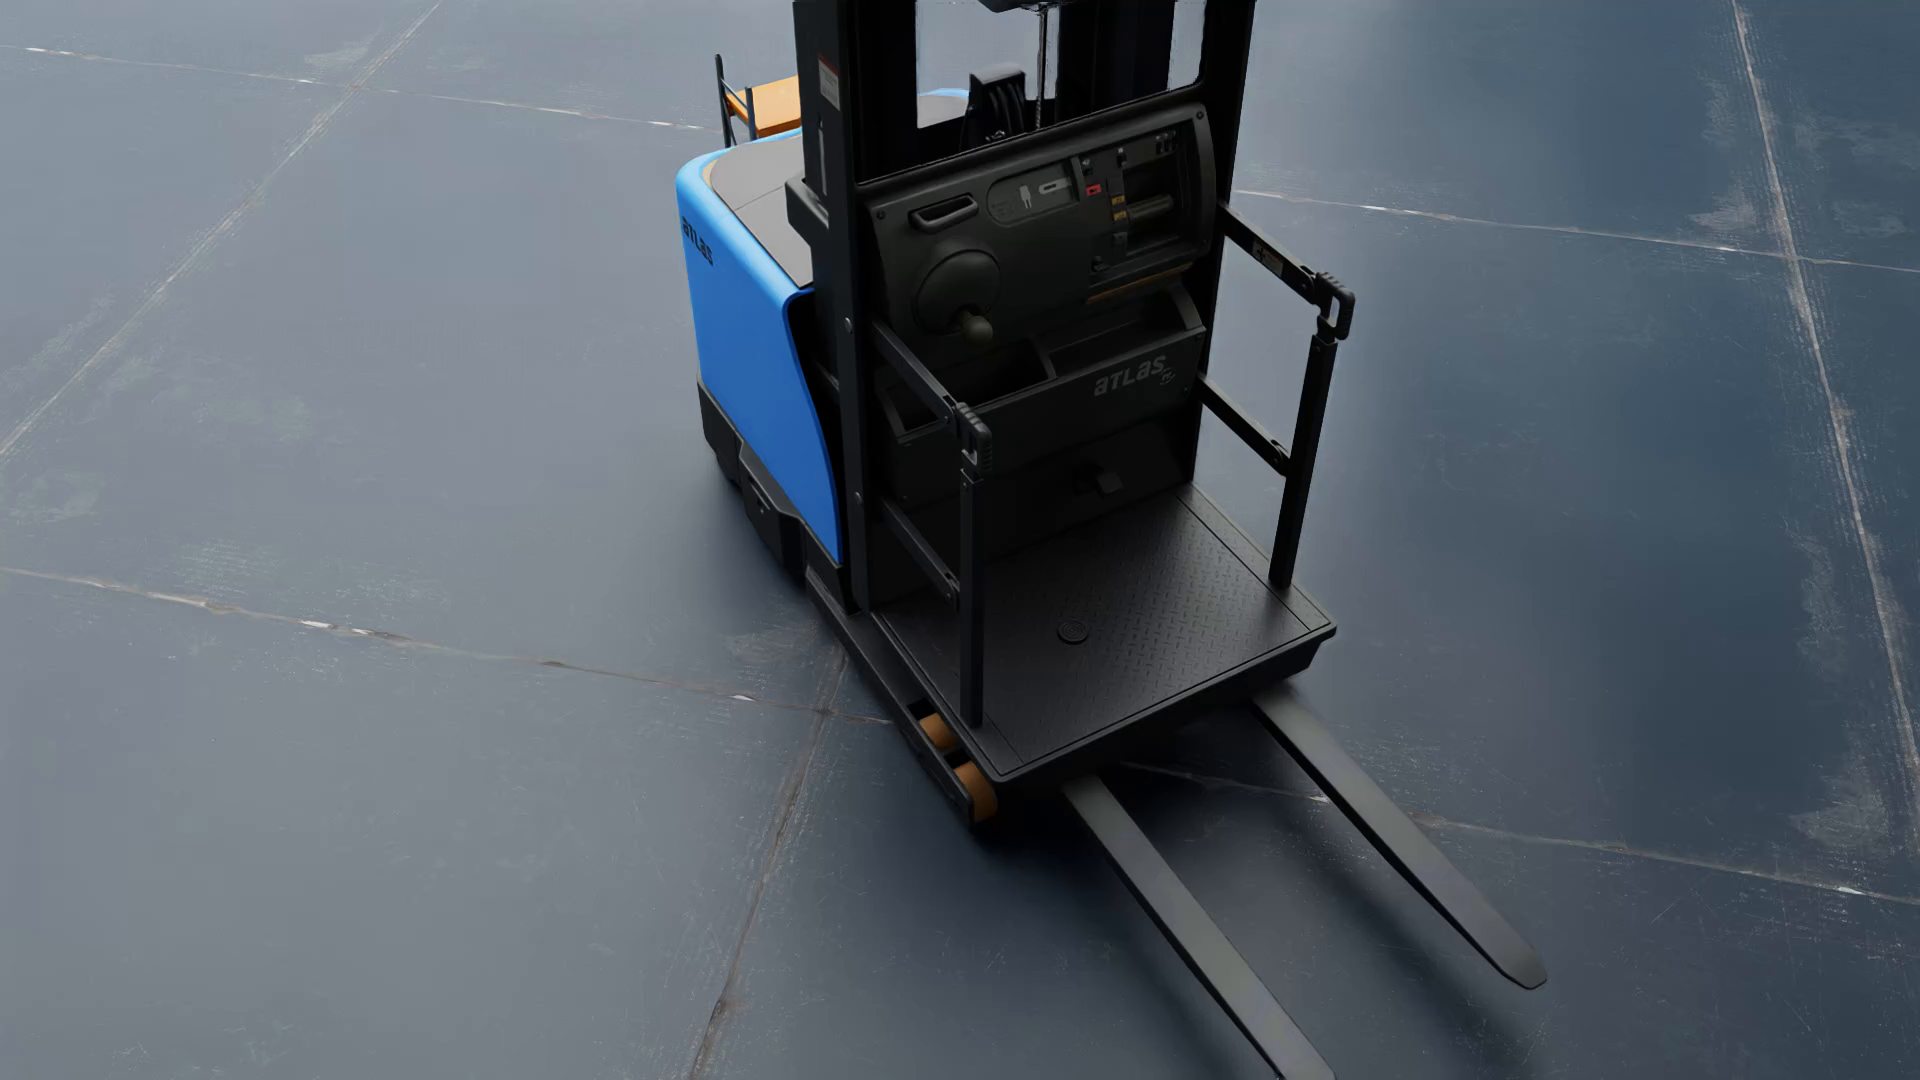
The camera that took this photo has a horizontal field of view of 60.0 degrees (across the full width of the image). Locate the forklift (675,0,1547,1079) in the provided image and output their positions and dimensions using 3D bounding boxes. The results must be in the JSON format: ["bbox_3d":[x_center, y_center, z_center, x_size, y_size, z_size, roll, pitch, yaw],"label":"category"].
[{"bbox_3d":[0.324,-0.667,3.830,1.130,2.935,3.031,-22,48,-21],"label":"forklift"}]

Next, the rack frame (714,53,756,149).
[{"bbox_3d":[-0.680,-0.974,5.396,0.015,1.200,0.240,-22,48,-21],"label":"rack frame"}]

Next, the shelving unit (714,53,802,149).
[{"bbox_3d":[-0.469,-1.059,5.484,0.503,1.200,0.258,-22,48,-21],"label":"shelving unit"}]

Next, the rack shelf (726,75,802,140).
[{"bbox_3d":[-0.469,-1.342,5.212,0.480,0.148,0.258,-22,48,-21],"label":"rack shelf"}]
